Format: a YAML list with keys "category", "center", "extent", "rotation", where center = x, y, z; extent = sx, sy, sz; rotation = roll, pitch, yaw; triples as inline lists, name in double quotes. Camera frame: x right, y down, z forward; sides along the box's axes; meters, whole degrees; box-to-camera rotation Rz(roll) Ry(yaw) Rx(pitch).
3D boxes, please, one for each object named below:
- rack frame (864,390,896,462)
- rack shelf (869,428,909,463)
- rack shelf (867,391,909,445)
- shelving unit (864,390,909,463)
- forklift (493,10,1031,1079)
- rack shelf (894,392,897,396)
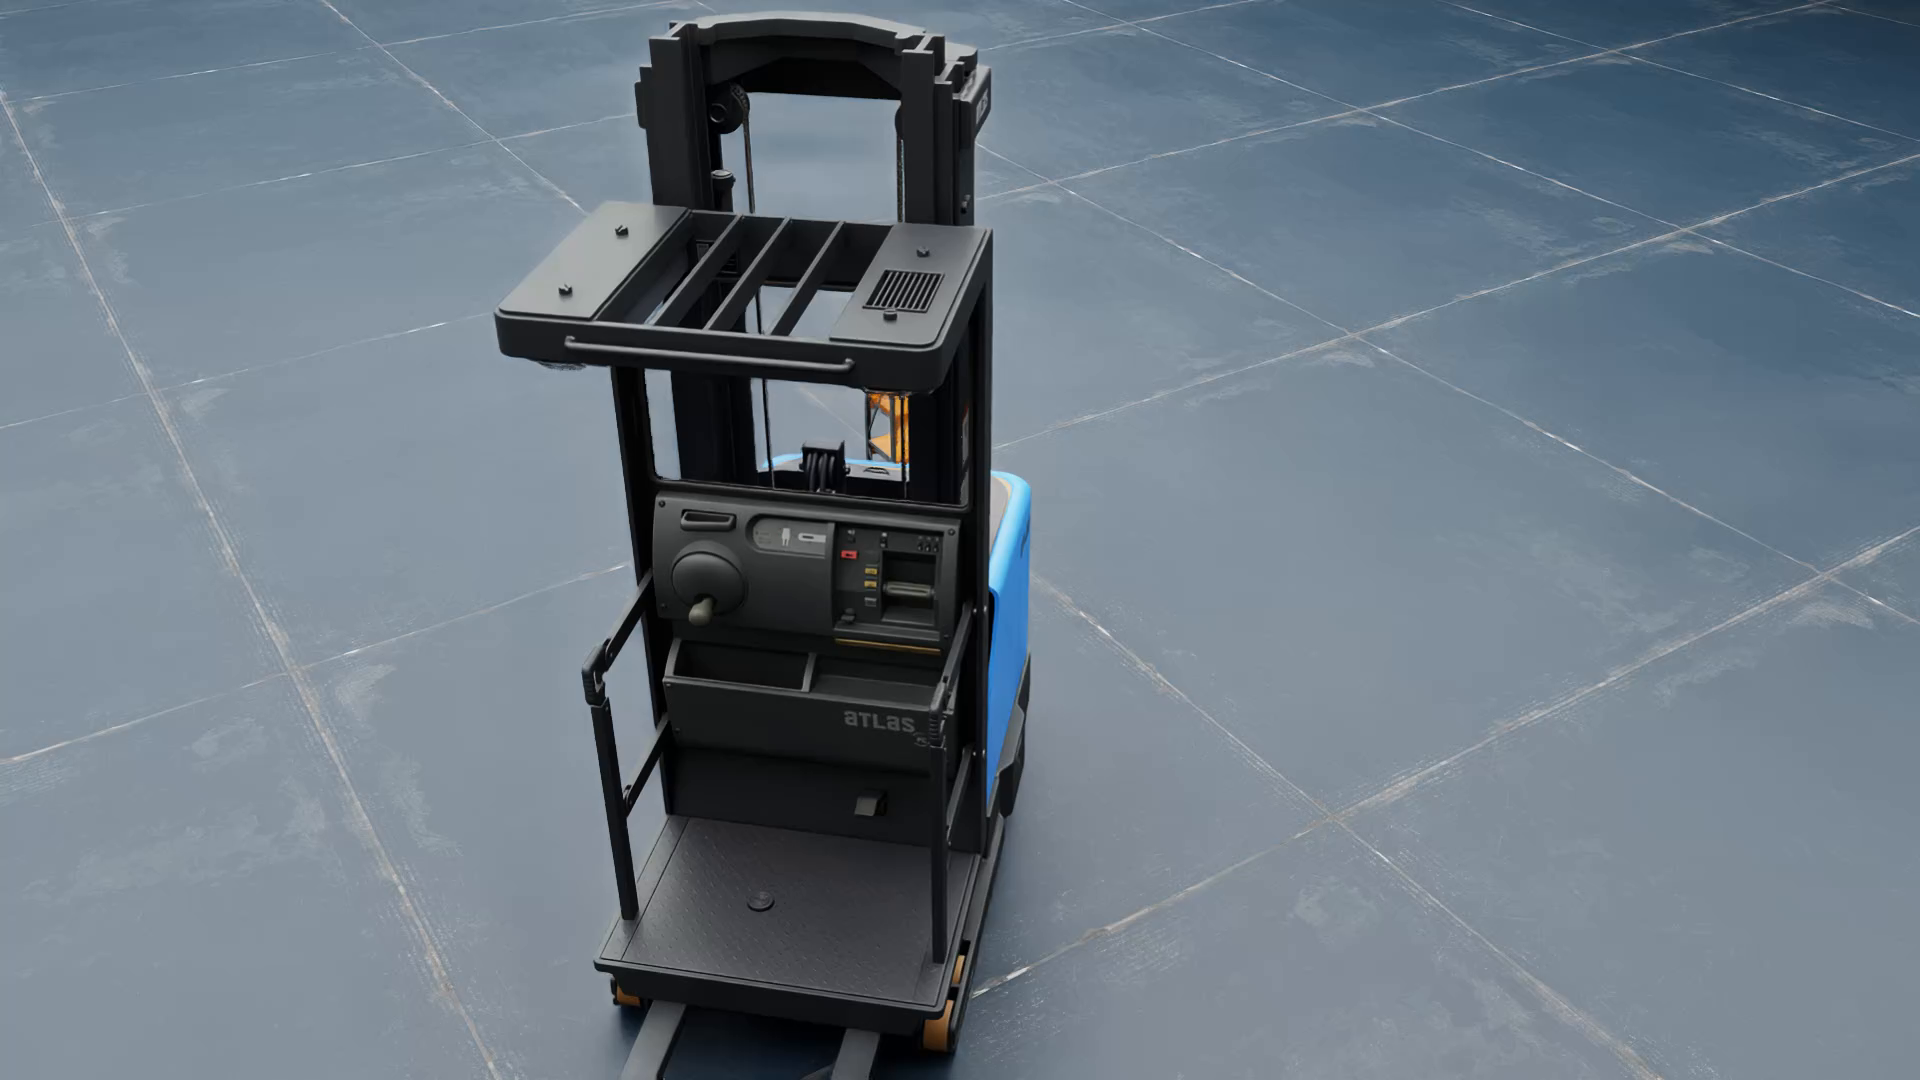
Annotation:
- category: "rack frame"
  center: [-0.344, -0.389, 7.242]
  extent: [0.015, 1.200, 0.240]
  rotation: [-19, 37, -27]
- category: "rack shelf"
  center: [-0.139, -0.403, 7.390]
  extent: [0.480, 0.148, 0.258]
  rotation: [-19, 37, -27]
- category: "rack shelf"
  center: [-0.139, -0.592, 7.271]
  extent: [0.480, 0.148, 0.258]
  rotation: [-19, 37, -27]
- category: "shelving unit"
  center: [-0.139, -0.460, 7.354]
  extent: [0.503, 1.200, 0.258]
  rotation: [-19, 37, -27]
- category: "forklift"
  center: [-0.500, 0.147, 4.769]
  extent: [1.130, 2.935, 3.031]
  rotation: [6, 33, 9]
- category: "rack shelf"
  center: [-0.139, -0.792, 7.144]
  extent: [0.480, 0.148, 0.258]
  rotation: [-19, 37, -27]
